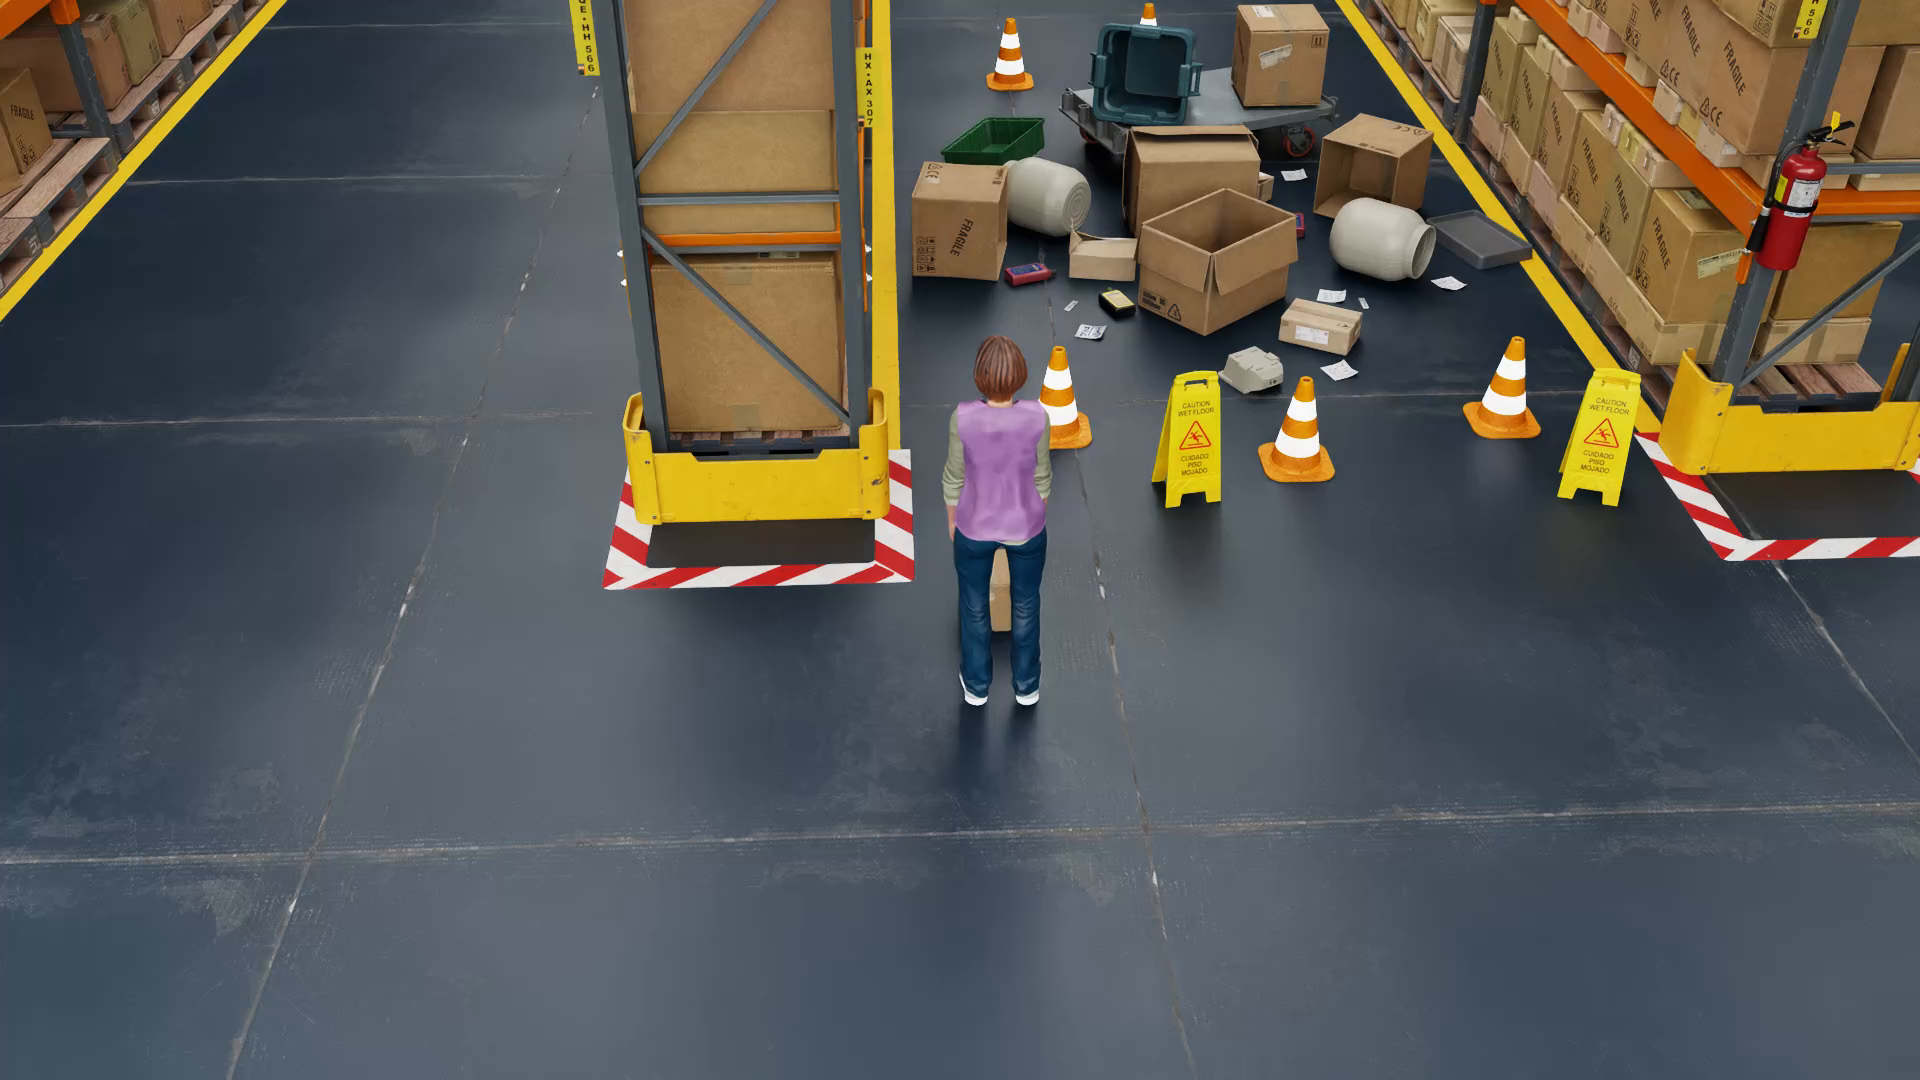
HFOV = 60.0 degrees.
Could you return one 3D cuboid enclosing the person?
[{"bbox_3d":[0.135,-0.050,6.230,0.406,1.597,0.310,-1,36,-1],"label":"person"}]
